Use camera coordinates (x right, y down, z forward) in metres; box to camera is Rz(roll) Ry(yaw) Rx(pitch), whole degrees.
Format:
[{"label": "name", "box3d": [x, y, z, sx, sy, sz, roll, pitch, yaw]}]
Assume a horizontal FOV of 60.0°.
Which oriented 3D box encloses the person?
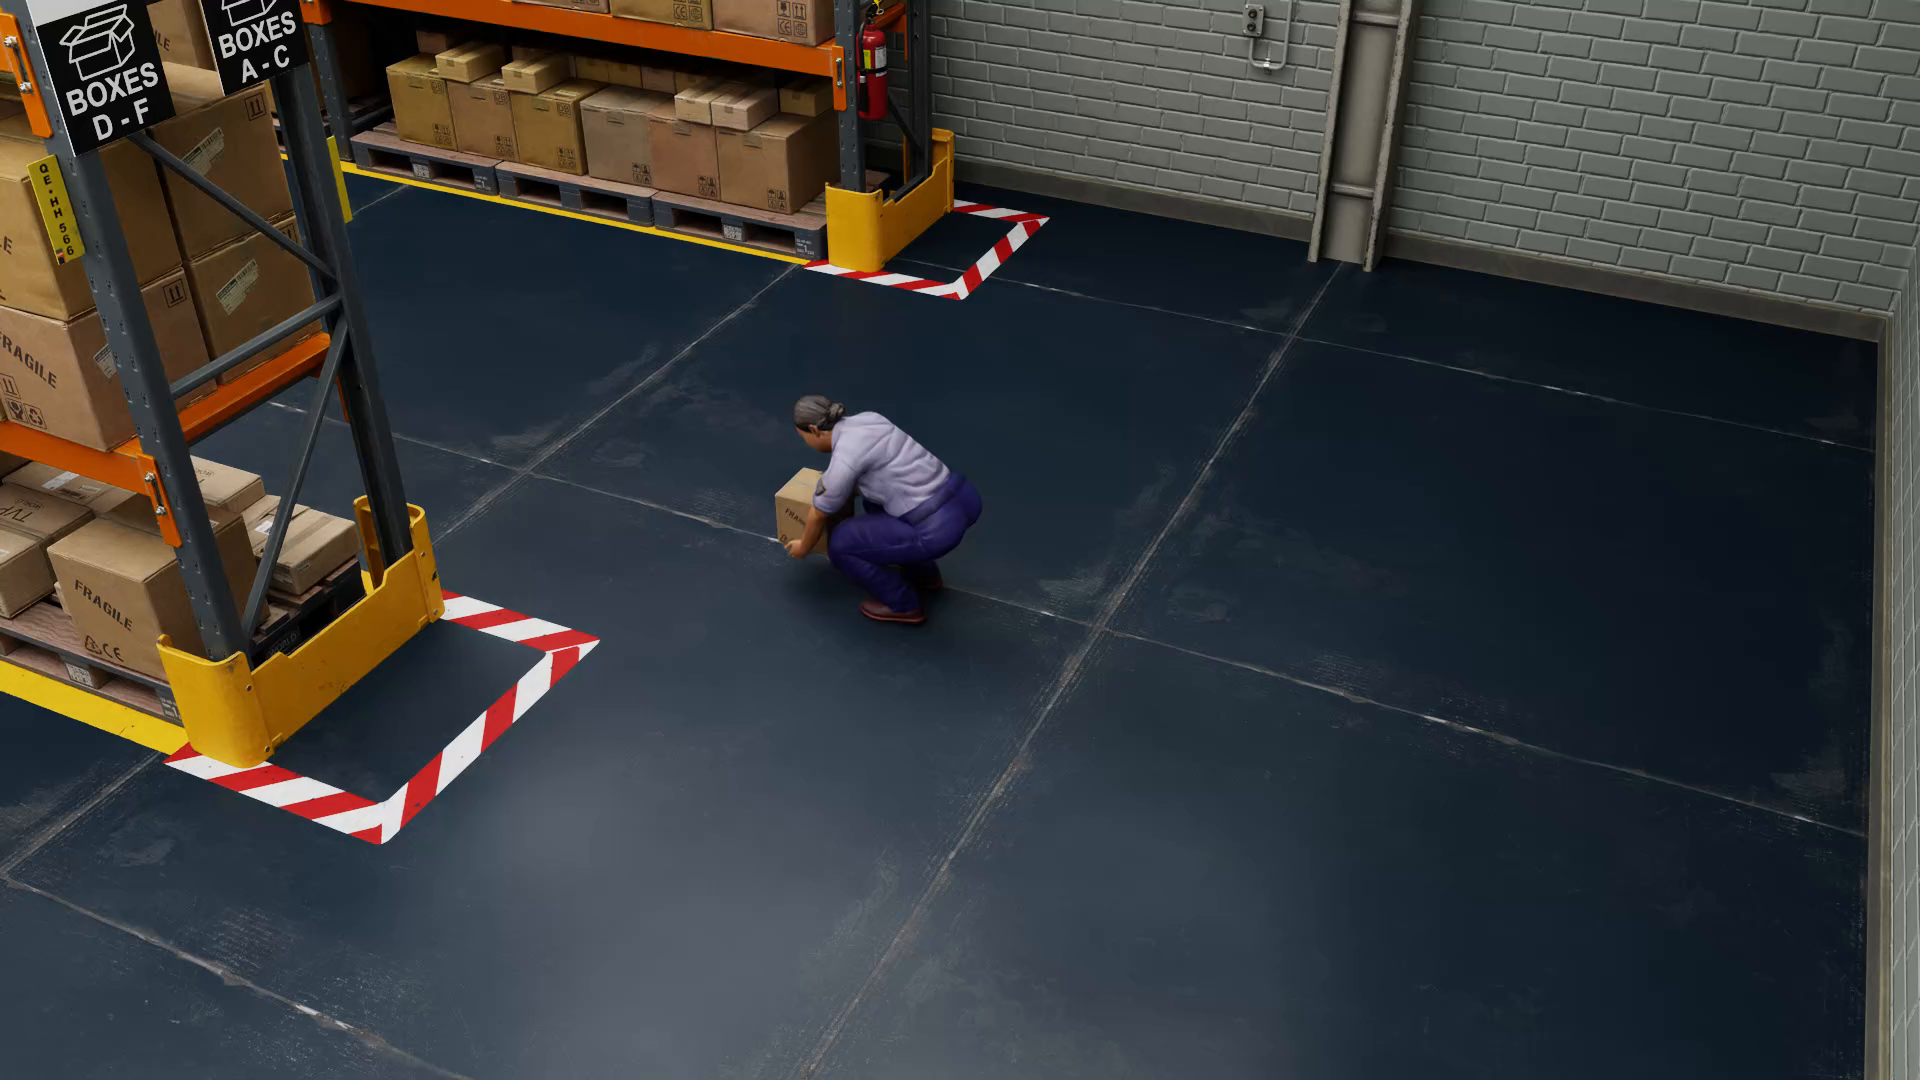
[{"label": "person", "box3d": [-0.332, -0.149, 7.007, 0.821, 0.954, 0.517, 14, 36, 20]}]
